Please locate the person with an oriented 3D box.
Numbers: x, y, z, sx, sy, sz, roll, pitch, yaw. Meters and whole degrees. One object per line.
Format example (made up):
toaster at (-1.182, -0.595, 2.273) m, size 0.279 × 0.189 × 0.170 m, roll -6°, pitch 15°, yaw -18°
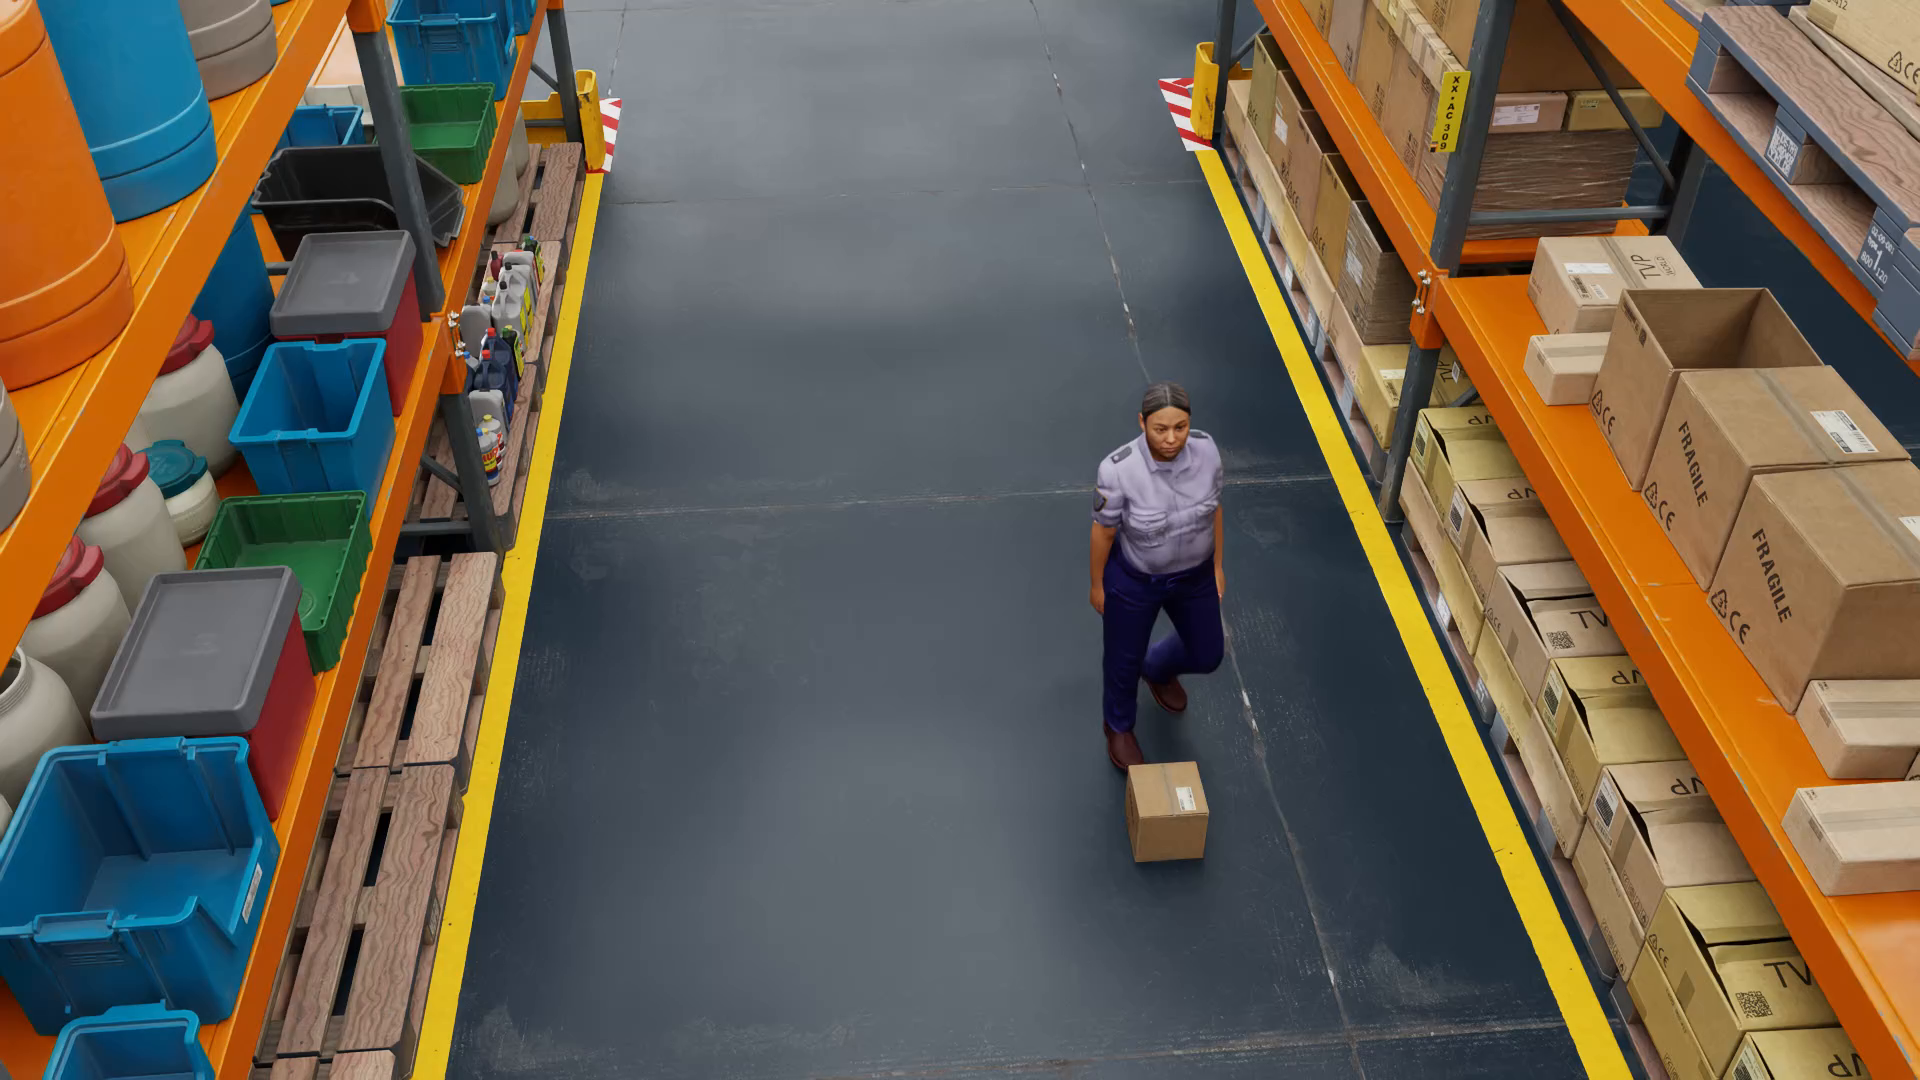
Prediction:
person at (0.691, 0.106, 6.013) m, size 0.501 × 1.649 × 0.454 m, roll -12°, pitch 41°, yaw -15°
